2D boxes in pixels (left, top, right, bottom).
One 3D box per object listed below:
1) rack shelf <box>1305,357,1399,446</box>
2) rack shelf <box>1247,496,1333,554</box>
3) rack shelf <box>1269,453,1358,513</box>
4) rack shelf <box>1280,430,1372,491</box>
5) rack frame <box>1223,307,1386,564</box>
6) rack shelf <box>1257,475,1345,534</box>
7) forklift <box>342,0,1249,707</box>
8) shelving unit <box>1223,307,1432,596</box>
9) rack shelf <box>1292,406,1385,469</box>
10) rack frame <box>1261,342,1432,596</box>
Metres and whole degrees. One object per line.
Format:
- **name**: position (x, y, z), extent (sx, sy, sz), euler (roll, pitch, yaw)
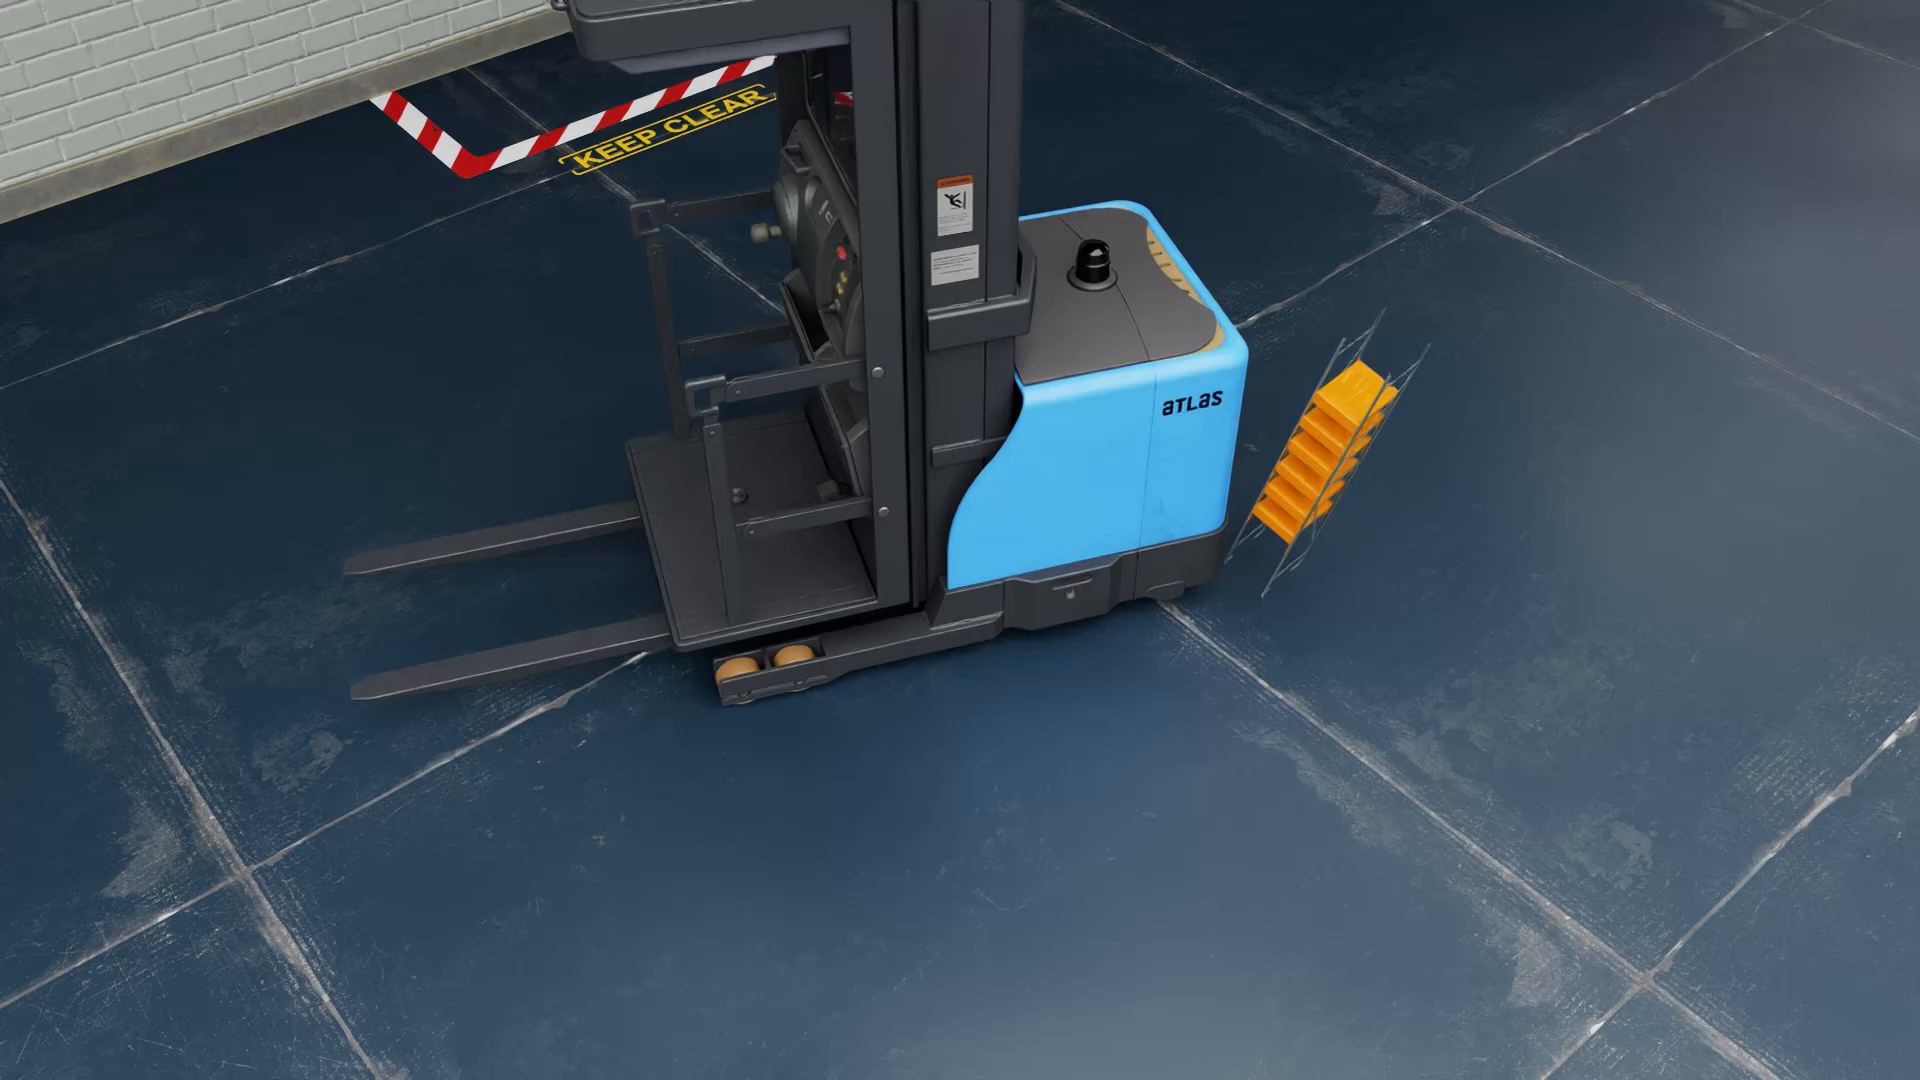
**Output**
- **rack shelf**: position (1.278, -0.451, 5.400), extent (0.180, 0.103, 0.258), euler (43, 56, 19)
- **rack shelf**: position (1.170, -0.099, 5.873), extent (0.180, 0.103, 0.258), euler (43, 56, 19)
- **rack shelf**: position (1.213, -0.240, 5.684), extent (0.180, 0.103, 0.258), euler (43, 56, 19)
- **rack shelf**: position (1.235, -0.311, 5.589), extent (0.180, 0.103, 0.258), euler (43, 56, 19)
- **rack frame**: position (1.157, -0.325, 5.678), extent (0.006, 1.200, 0.240), euler (43, 56, 19)
- **rack shelf**: position (1.191, -0.170, 5.779), extent (0.180, 0.103, 0.258), euler (43, 56, 19)
- **forklift**: position (-0.624, -0.916, 5.084), extent (3.031, 2.935, 1.130), euler (-12, 45, -12)
- **shelving unit**: position (1.221, -0.266, 5.649), extent (0.189, 1.200, 0.258), euler (43, 56, 19)
- **rack shelf**: position (1.256, -0.381, 5.494), extent (0.180, 0.103, 0.258), euler (43, 56, 19)
- **rack frame**: position (1.285, -0.207, 5.620), extent (0.006, 1.200, 0.240), euler (43, 56, 19)
